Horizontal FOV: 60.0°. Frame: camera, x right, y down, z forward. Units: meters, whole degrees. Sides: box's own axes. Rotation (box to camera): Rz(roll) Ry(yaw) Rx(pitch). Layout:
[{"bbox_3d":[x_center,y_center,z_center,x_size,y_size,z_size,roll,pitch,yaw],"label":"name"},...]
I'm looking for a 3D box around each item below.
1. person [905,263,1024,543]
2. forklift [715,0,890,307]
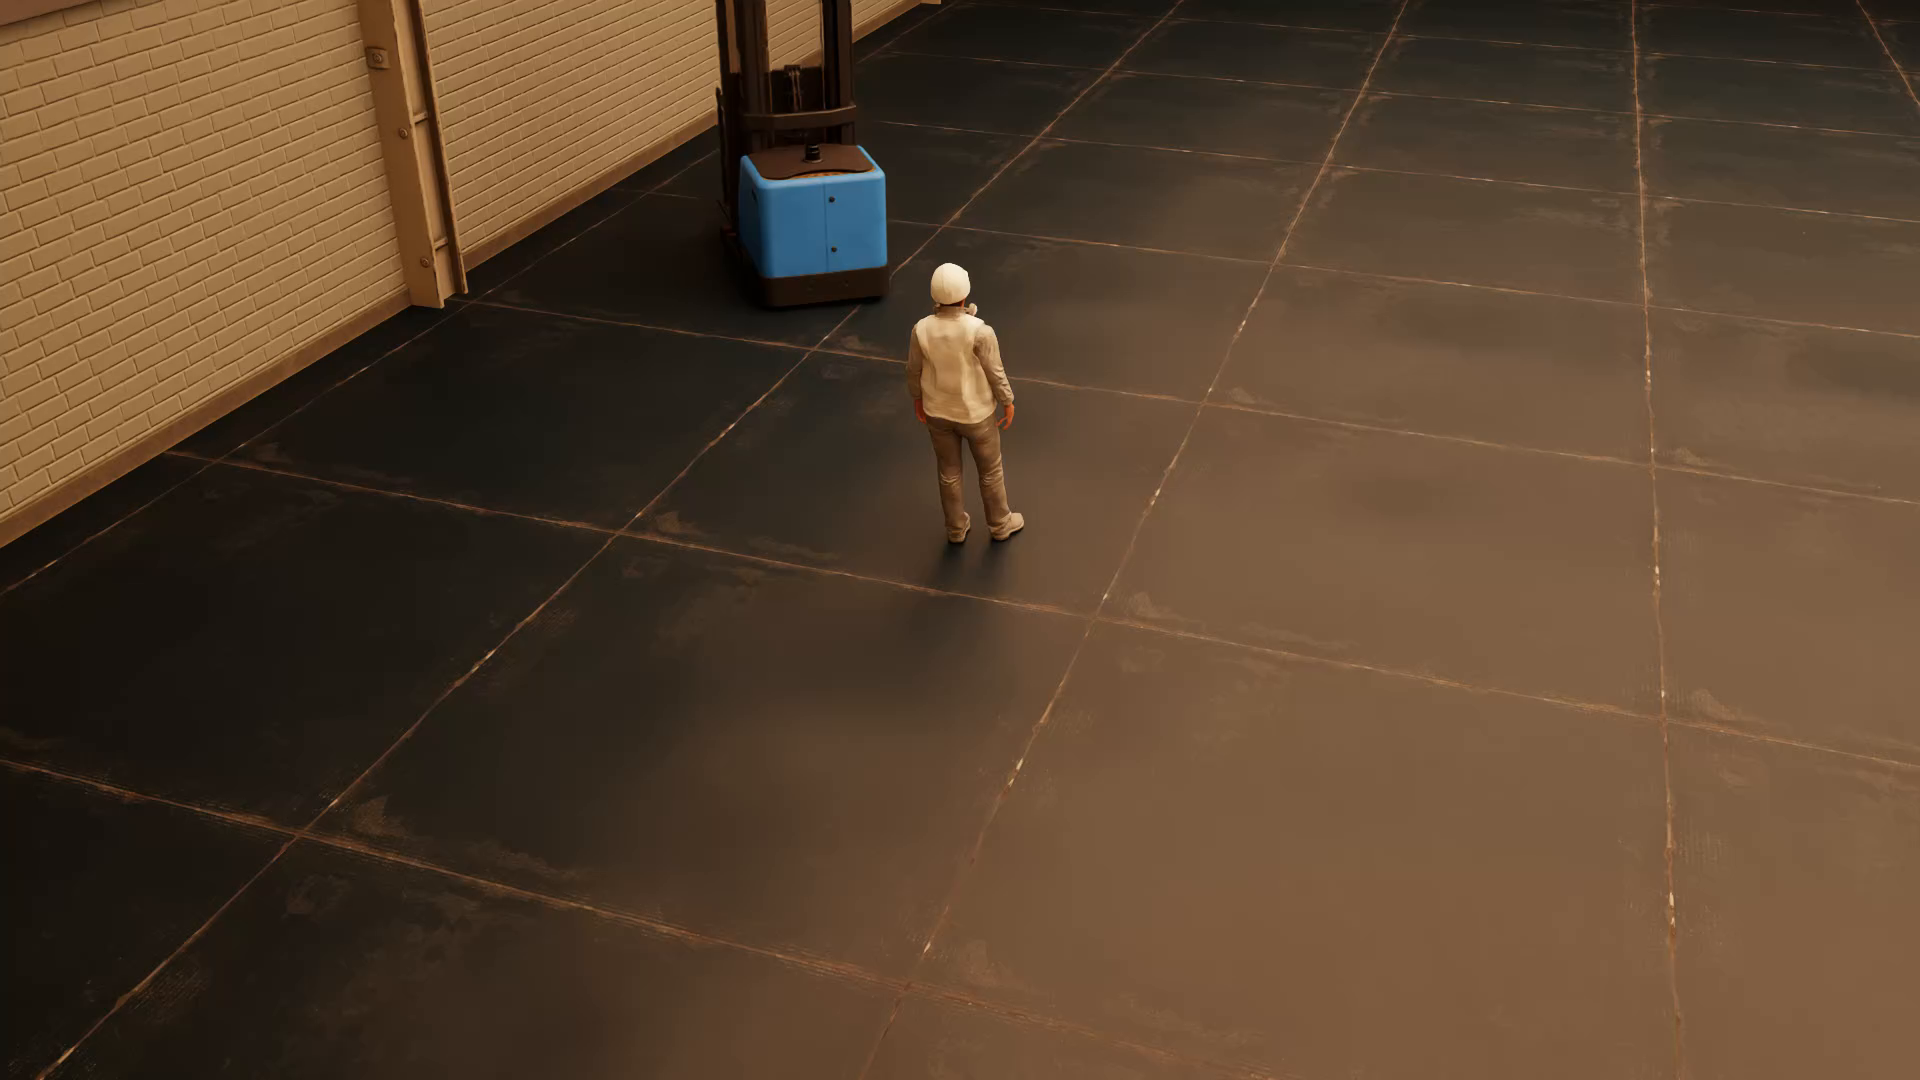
[{"bbox_3d":[0.029,-0.806,9.703,0.632,1.773,0.564,10,31,16],"label":"person"},{"bbox_3d":[-1.485,-3.838,13.870,1.130,2.935,3.031,-9,31,-15],"label":"forklift"}]
